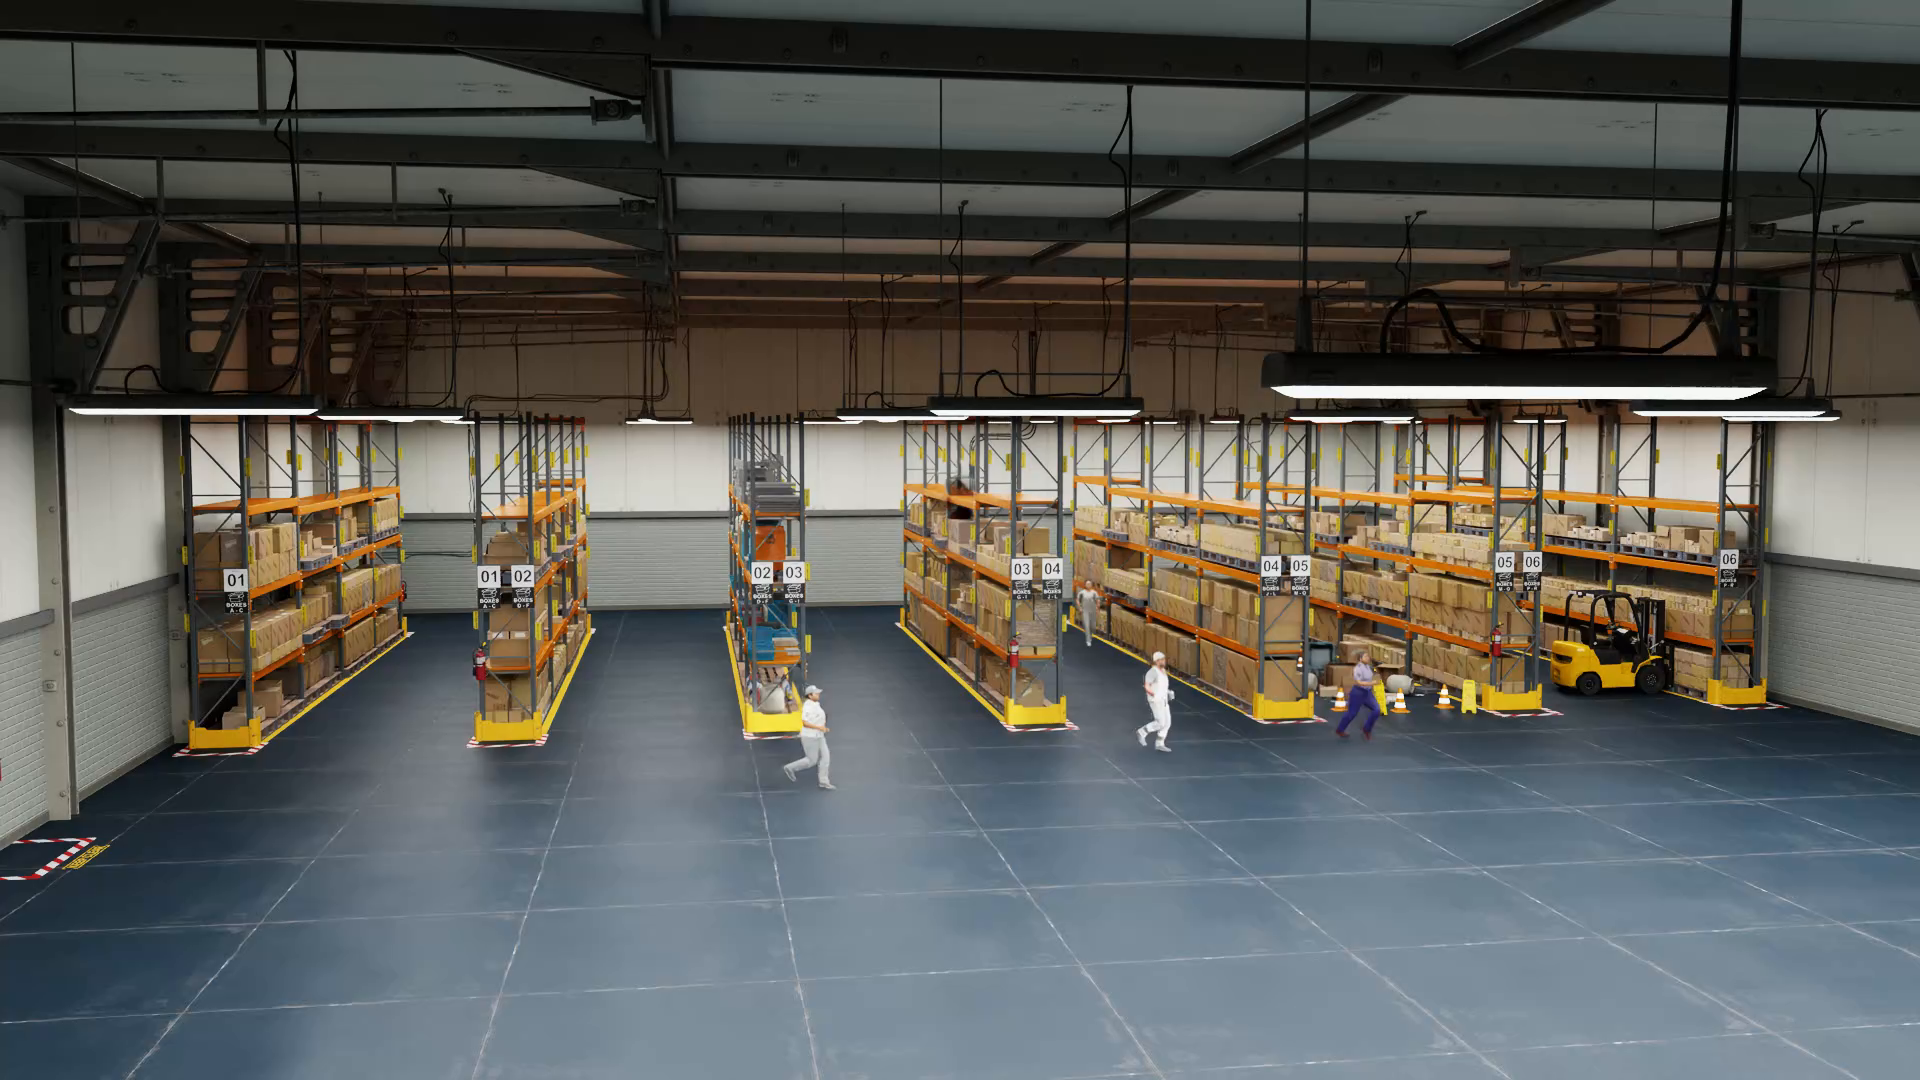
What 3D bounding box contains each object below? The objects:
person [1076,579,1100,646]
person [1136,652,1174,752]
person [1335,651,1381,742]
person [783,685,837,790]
[{"bbox_3d":[3.185,1.795,41.379,0.600,1.644,0.694,0,4,-5],"label":"person"},{"bbox_3d":[3.461,2.848,29.447,0.634,1.760,0.681,2,5,31],"label":"person"},{"bbox_3d":[7.310,2.888,30.338,0.856,1.577,0.613,4,5,43],"label":"person"},{"bbox_3d":[-2.367,3.125,26.294,0.841,1.667,0.607,1,4,9],"label":"person"}]
